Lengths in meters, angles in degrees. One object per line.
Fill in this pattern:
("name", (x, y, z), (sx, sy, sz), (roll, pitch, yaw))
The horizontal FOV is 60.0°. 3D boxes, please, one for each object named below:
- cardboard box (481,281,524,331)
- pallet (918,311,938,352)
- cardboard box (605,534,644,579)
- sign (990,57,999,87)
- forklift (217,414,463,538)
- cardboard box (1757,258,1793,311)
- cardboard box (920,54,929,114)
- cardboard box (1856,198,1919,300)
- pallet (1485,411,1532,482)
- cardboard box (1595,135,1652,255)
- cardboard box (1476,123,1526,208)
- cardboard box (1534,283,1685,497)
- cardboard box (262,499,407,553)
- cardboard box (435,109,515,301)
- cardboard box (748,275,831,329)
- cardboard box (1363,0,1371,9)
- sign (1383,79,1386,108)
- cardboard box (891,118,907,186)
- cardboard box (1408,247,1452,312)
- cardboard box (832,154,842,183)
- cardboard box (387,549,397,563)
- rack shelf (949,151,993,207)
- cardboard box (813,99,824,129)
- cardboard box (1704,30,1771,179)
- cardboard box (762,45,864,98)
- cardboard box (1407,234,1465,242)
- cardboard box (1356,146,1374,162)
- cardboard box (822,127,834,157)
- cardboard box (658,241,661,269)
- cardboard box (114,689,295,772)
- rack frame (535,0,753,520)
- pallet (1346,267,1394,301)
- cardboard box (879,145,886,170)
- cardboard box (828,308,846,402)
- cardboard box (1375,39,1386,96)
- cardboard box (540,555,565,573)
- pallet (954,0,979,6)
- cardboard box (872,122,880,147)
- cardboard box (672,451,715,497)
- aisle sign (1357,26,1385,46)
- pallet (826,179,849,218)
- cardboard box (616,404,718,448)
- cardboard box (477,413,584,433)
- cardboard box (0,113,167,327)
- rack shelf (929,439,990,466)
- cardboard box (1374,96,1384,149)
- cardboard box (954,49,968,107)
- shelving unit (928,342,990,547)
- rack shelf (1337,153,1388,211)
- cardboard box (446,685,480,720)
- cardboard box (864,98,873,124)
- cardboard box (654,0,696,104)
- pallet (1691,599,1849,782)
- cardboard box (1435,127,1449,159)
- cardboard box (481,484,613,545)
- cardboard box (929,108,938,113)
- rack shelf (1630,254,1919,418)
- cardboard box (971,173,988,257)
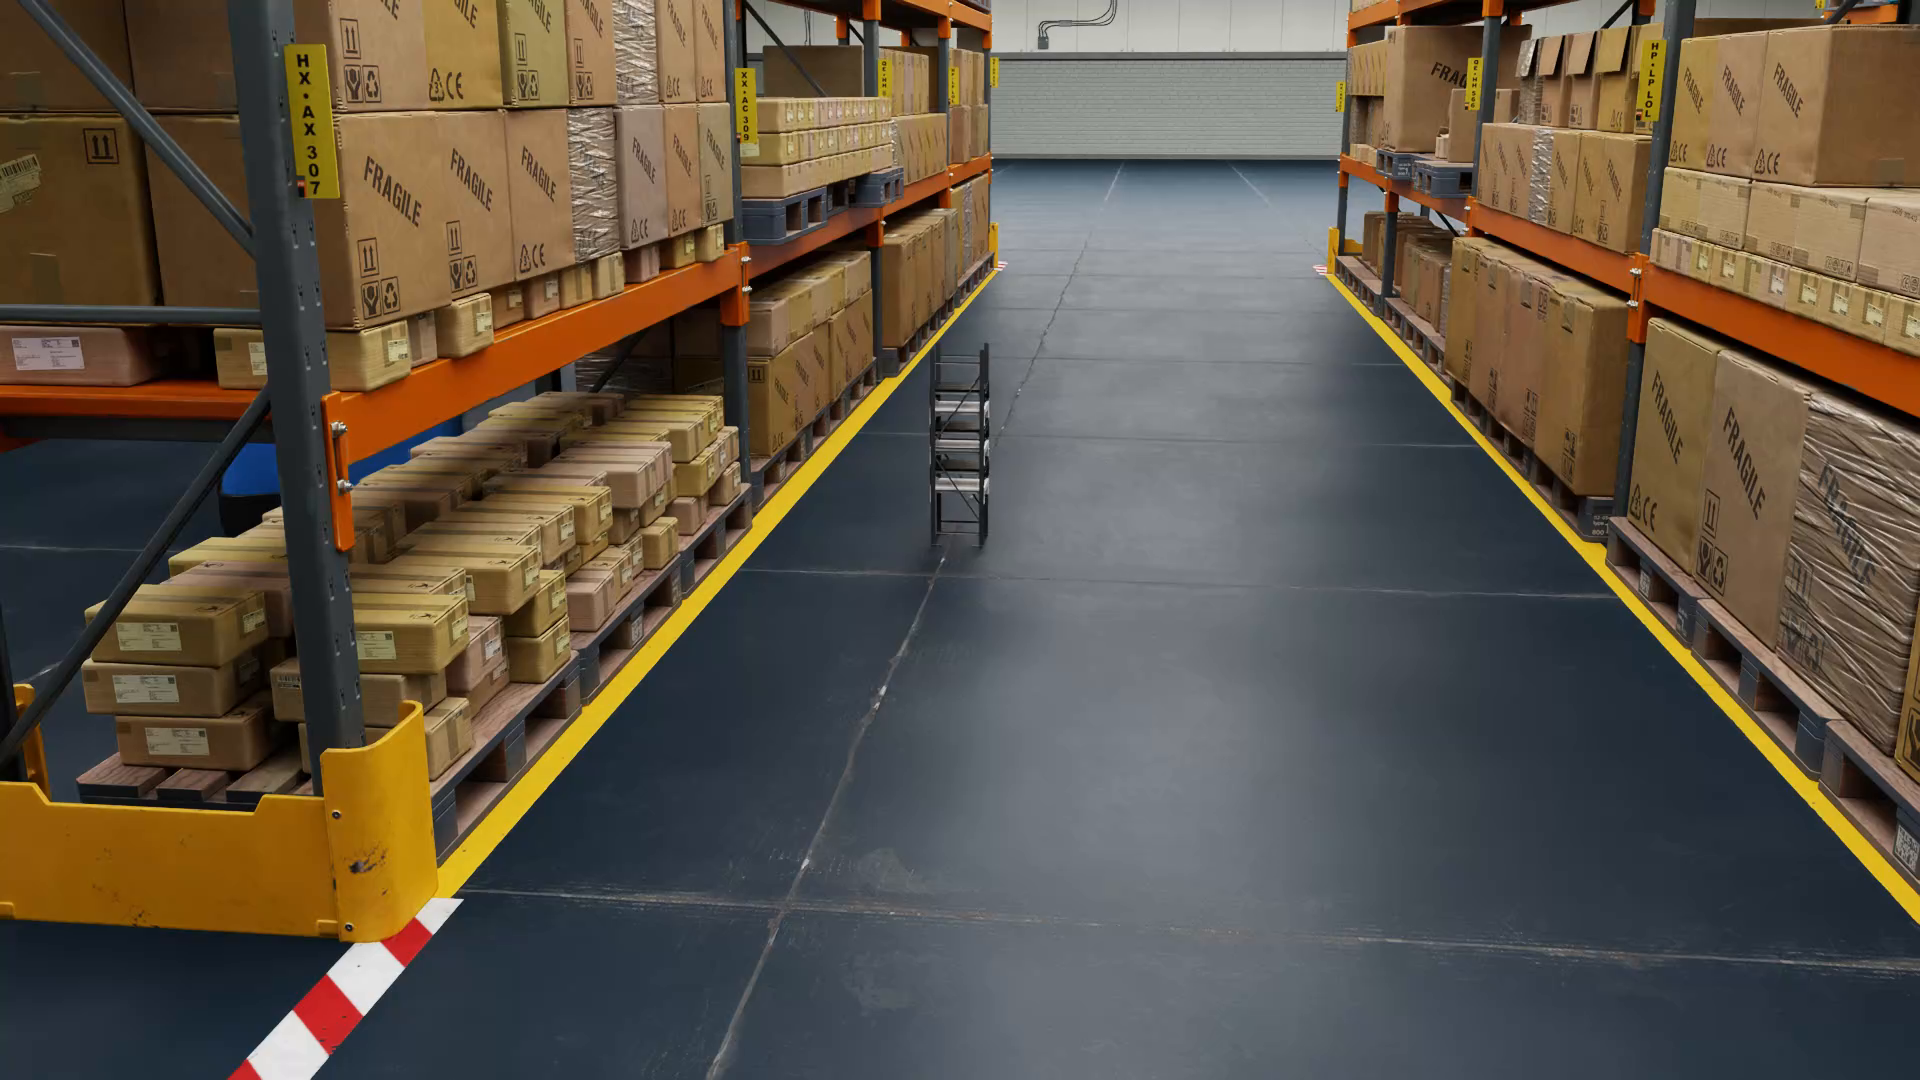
("cardboard box", (-1.574, -0.738, 5.127), (0.380, 0.149, 0.250), (2, 15, 6))
("pallet", (-0.749, -1.755, 13.749), (1.003, 0.211, 1.213), (2, 15, 6))
("cardboard box", (-1.423, 0.073, 6.302), (0.380, 0.149, 0.250), (2, 15, 7))
("sign", (0.388, -5.312, 18.889), (0.100, 0.325, 0.005), (2, 15, 6))
("forklift", (-3.210, -1.714, 8.384), (1.130, 2.935, 3.031), (-5, 16, -19))
("cardboard box", (2.903, -0.850, 5.538), (0.380, 0.149, 0.250), (2, 15, 7))
("cardboard box", (-0.651, -4.023, 14.687), (0.700, 0.500, 0.500), (1, 15, 5))
("cardboard box", (2.868, -0.805, 4.609), (0.500, 0.250, 0.500), (1, 15, 4))
("pallet", (3.560, -0.547, 9.282), (1.003, 0.211, 1.213), (2, 15, 6))
("cardboard box", (3.194, -1.551, 7.462), (0.500, 0.500, 0.500), (2, 15, 6))
("cardboard box", (3.539, -2.342, 10.383), (0.500, 0.500, 0.500), (2, 15, 8))
("cardboard box", (3.465, -0.718, 7.835), (1.225, 0.875, 0.875), (2, 15, 6))
("cardboard box", (-2.092, -0.038, 5.574), (0.380, 0.149, 0.250), (2, 15, 8))
("cardboard box", (-1.595, -0.948, 4.662), (0.500, 0.500, 0.500), (2, 15, 6))
("cardboard box", (-1.039, -1.358, 9.487), (0.500, 0.250, 0.500), (2, 15, 8))
("cardboard box", (4.344, -5.482, 16.730), (0.500, 0.250, 0.500), (2, 15, 6))
("sign", (3.776, -3.881, 14.609), (0.100, 0.325, 0.005), (2, 15, 6))
("cardboard box", (-0.679, -2.872, 12.346), (0.500, 0.500, 0.500), (2, 15, 6))
("cardboard box", (4.152, -2.173, 13.897), (0.700, 0.500, 0.500), (2, 15, 6))
("cardboard box", (-0.860, -2.055, 9.192), (0.380, 0.149, 0.250), (1, 15, 5))
("cardboard box", (-2.077, 0.106, 5.610), (0.380, 0.149, 0.250), (2, 15, 7))
("rack shelf", (-0.376, -3.793, 17.319), (1.077, 0.370, 4.000), (2, 15, 6))
("cardboard box", (-0.915, -2.207, 8.615), (0.380, 0.149, 0.250), (1, 15, 6))
("cardboard box", (3.042, -1.563, 5.976), (0.500, 0.500, 0.500), (2, 15, 6))
("cardboard box", (-0.992, -3.231, 11.756), (0.700, 0.500, 0.500), (2, 15, 6))
("cardboard box", (4.401, -2.547, 15.321), (0.500, 0.500, 0.500), (1, 15, 5))
("cardboard box", (4.232, -3.912, 16.864), (0.380, 0.149, 0.250), (2, 15, 6))
("cardboard box", (-0.890, -2.132, 8.905), (0.380, 0.149, 0.250), (2, 15, 9))
("cardboard box", (-1.411, -1.142, 6.618), (0.380, 0.149, 0.250), (1, 15, 5))
("cardboard box", (-2.103, 0.522, 4.642), (0.380, 0.149, 0.250), (2, 15, 7))
("rack frame", (-1.504, -1.546, 7.634), (1.000, 3.000, 0.127), (2, 15, 6))
("pallet", (4.491, -2.595, 16.855), (1.003, 0.211, 1.213), (2, 15, 6))
("cardboard box", (-0.681, -2.459, 10.687), (0.380, 0.149, 0.250), (2, 15, 6))
("cardboard box", (-0.973, -1.129, 10.076), (0.500, 0.500, 0.500), (1, 15, 4))
("cardboard box", (4.148, -4.378, 15.429), (0.500, 0.500, 0.500), (2, 15, 6))
("cardboard box", (-1.542, 0.122, 5.550), (0.380, 0.149, 0.250), (1, 15, 4))
("pallet", (-0.358, -5.554, 16.878), (1.003, 0.211, 1.213), (2, 15, 6))
("cardboard box", (-0.711, -2.530, 10.377), (0.380, 0.149, 0.250), (2, 15, 8))
("cardboard box", (-1.255, -0.285, 7.055), (0.380, 0.149, 0.250), (1, 15, 4))
("aisle sign", (4.476, -5.766, 18.259), (0.394, 0.787, 0.004), (2, 15, 6))
("pallet", (-1.235, -1.976, 9.592), (1.003, 0.211, 1.213), (2, 15, 6))
("cardboard box", (-1.275, -0.493, 7.254), (0.380, 0.149, 0.250), (2, 15, 7))
("cardboard box", (-1.818, -0.440, 7.060), (0.380, 0.149, 0.250), (1, 15, 5))
("cardboard box", (-2.160, -0.825, 4.204), (0.500, 0.500, 0.500), (2, 15, 7))
("rack shelf", (-0.001, -0.400, 7.545), (0.258, 0.077, 0.200), (2, 15, 6))
("cardboard box", (4.476, -4.017, 16.009), (0.875, 0.500, 0.500), (2, 15, 6))
("cardboard box", (-0.381, -4.591, 16.540), (0.875, 0.550, 0.550), (2, 15, 6))
("shelving unit", (-0.001, -0.432, 7.537), (0.258, 0.900, 0.210), (2, 15, 6))
("rack shelf", (4.541, -3.620, 16.682), (1.077, 0.370, 4.000), (2, 15, 6))
("cardboard box", (-1.630, 0.468, 4.842), (0.380, 0.149, 0.250), (2, 15, 6))
("cardboard box", (-0.739, -2.609, 10.102), (0.380, 0.149, 0.250), (2, 15, 8))
("cardboard box", (-1.341, -1.957, 6.474), (0.500, 0.500, 0.500), (1, 15, 4))
("pallet", (3.114, 0.484, 5.466), (1.003, 0.211, 1.213), (2, 15, 6))
("cardboard box", (3.784, -2.990, 12.425), (0.396, 0.266, 0.258), (1, 15, 5))
("cardboard box", (-1.430, -0.090, 5.767), (0.380, 0.149, 0.250), (2, 15, 7))
("cardboard box", (-0.572, -3.790, 15.643), (0.875, 0.550, 0.550), (2, 15, 6))
("rack shelf", (3.187, -0.508, 5.172), (1.077, 0.370, 4.000), (2, 15, 6))
("cardboard box", (-0.161, -3.658, 18.709), (0.875, 0.875, 0.875), (2, 15, 7))
